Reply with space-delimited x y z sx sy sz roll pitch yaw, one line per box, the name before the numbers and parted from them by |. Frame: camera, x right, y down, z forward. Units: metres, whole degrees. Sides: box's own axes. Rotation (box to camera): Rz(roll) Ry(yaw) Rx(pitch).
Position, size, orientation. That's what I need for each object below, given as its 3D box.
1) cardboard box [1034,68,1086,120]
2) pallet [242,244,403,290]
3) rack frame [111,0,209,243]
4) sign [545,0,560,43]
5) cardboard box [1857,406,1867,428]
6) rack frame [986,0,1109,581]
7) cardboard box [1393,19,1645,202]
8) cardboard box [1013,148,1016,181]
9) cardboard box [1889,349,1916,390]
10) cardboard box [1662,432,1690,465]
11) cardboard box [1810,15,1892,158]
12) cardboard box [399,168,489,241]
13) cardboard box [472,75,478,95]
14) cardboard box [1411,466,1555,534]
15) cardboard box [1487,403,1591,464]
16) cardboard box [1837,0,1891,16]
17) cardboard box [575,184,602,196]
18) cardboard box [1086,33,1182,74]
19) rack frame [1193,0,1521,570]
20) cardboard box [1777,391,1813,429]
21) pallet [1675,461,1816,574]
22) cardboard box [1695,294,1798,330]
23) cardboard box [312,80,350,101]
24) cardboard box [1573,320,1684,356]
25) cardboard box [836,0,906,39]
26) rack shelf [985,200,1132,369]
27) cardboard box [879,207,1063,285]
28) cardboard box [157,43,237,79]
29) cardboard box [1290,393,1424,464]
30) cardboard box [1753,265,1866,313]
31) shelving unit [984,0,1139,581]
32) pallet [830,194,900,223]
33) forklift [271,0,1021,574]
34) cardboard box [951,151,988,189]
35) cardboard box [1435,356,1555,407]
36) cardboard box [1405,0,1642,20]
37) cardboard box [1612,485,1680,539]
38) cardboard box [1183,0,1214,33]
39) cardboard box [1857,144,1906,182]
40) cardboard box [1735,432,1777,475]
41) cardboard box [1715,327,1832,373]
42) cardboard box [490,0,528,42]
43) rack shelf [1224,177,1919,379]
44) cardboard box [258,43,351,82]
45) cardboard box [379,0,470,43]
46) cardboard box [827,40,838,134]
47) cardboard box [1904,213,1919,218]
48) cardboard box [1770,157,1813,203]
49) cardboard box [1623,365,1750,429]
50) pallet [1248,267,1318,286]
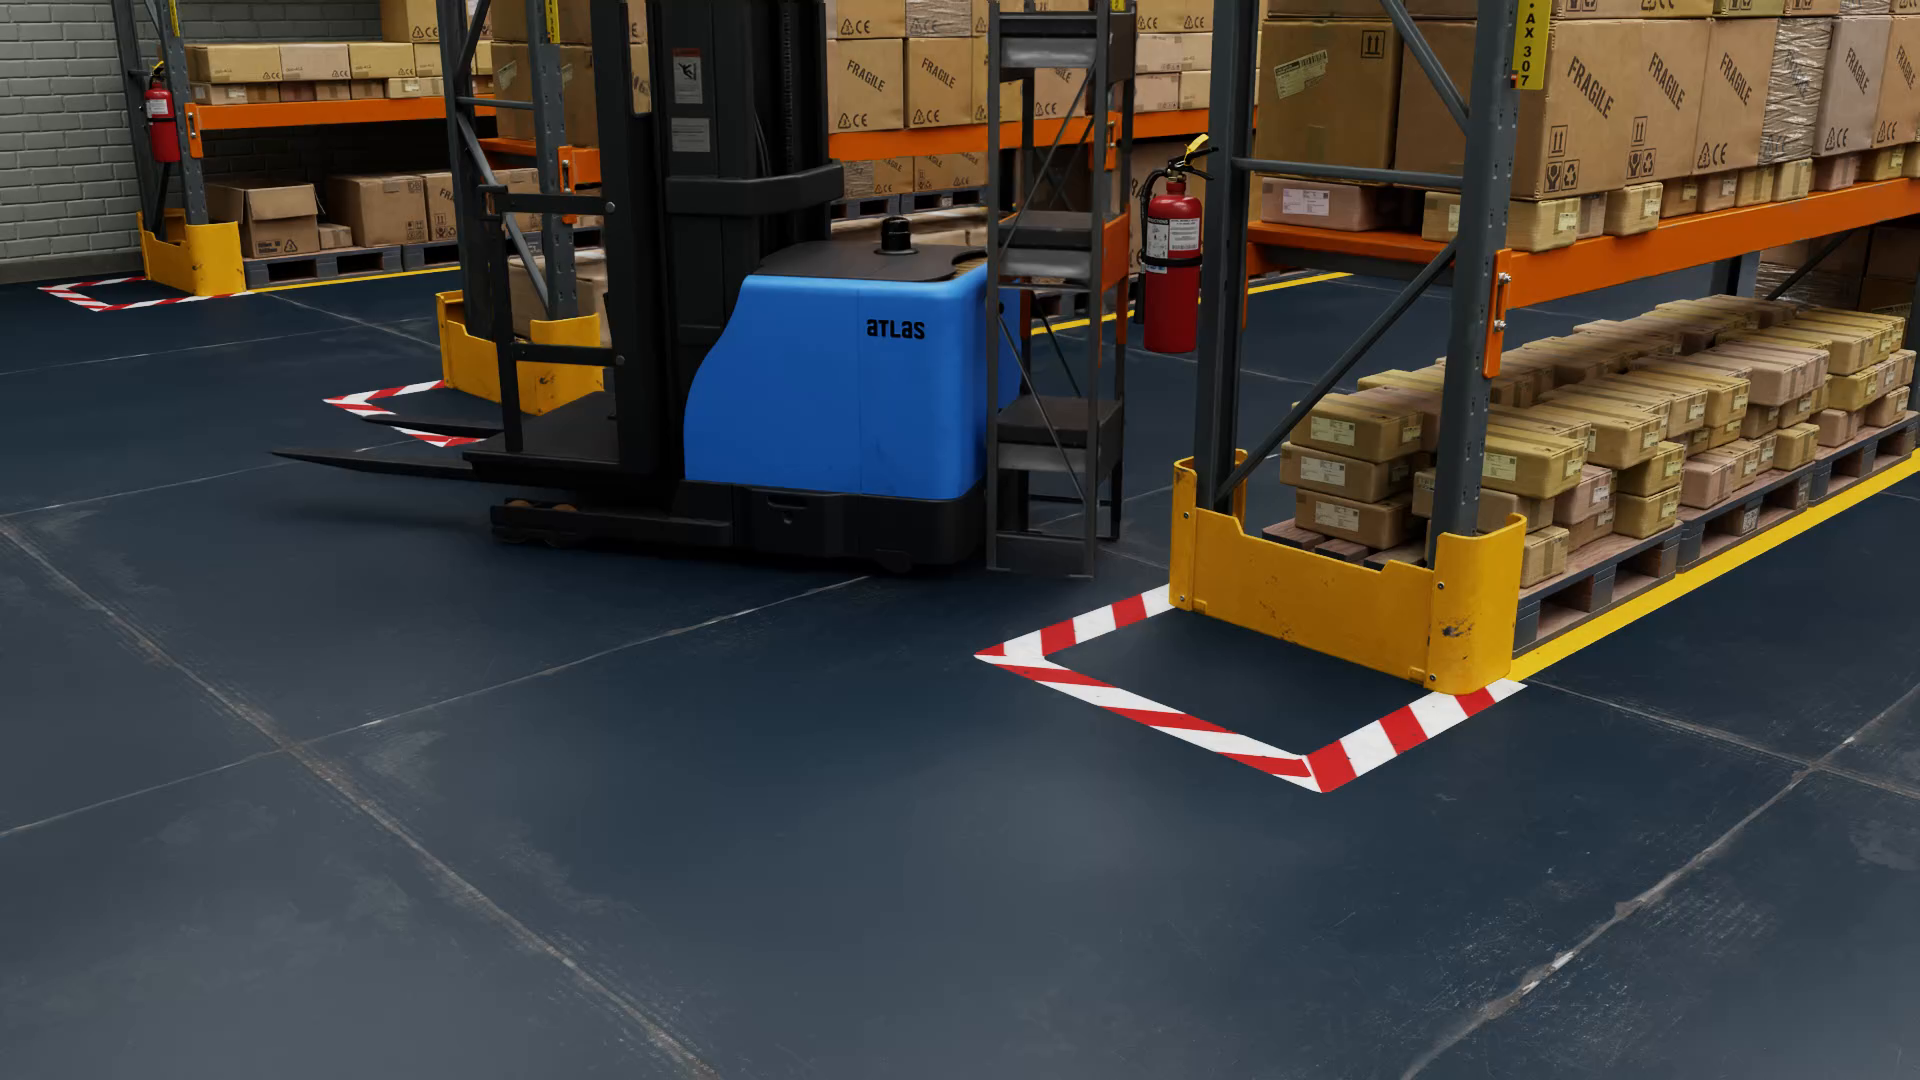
cardboard box | 0.444 -2.926 10.483 0.500 0.500 0.500 -16 24 -40
pallet | -5.080 -2.157 12.794 1.213 0.211 1.003 -16 24 -41
rack frame | -5.714 -3.298 11.793 0.127 3.000 1.000 -16 24 -41
sign | -1.924 -2.510 7.831 0.005 0.325 0.100 -16 24 -41
cardboard box | 3.782 -0.594 7.394 0.250 0.149 0.380 -15 23 -39
rack frame | 0.291 -0.870 5.765 0.400 2.100 0.015 5 19 16
cardboard box | 1.689 -1.321 5.050 0.500 0.500 0.500 -15 23 -38
cardboard box | 0.561 -4.192 17.721 0.625 0.625 0.875 -15 23 -39
cardboard box | 4.069 -0.793 7.527 0.250 0.149 0.380 -16 24 -40
cardboard box | 2.473 -0.362 6.196 0.380 0.149 0.250 16 24 41
cardboard box | 3.182 -1.754 6.388 0.500 0.500 0.500 -16 24 -41
cardboard box | -4.104 -2.679 13.256 0.500 0.500 0.500 -16 24 -40
cardboard box | -3.999 -3.579 13.067 0.250 0.149 0.380 -16 24 -41
cardboard box | 1.730 -0.137 5.503 0.250 0.149 0.380 -15 23 -39
cardboard box | 1.905 -0.345 5.663 0.250 0.149 0.380 -16 24 -40
cardboard box | 3.170 -2.234 6.247 0.500 0.500 0.500 -15 24 -39
cardboard box | -3.450 -2.979 14.489 0.500 0.311 0.500 -15 23 -39
cardboard box | 1.119 -3.230 11.017 0.500 0.250 0.500 17 25 42
rack frame | 1.173 -1.098 5.009 0.127 3.000 1.000 -16 24 -41
cardboard box | 3.277 -0.583 6.878 0.250 0.149 0.380 -16 24 -40
pallet | 2.729 -0.210 6.789 1.213 0.211 1.003 -16 24 -41
cardboard box | 3.687 -1.046 7.825 0.250 0.149 0.380 -15 23 -39
cardboard box | -4.741 -3.354 12.374 0.250 0.149 0.380 -15 23 -39
cardboard box | 2.881 -0.840 7.190 0.250 0.149 0.380 -16 24 -40
cardboard box | -0.656 -3.075 9.323 0.500 0.500 0.500 -16 24 -41
rack shelf | 0.360 -0.930 5.992 0.431 0.518 0.480 5 19 16
cardboard box | 0.075 -1.906 10.973 0.875 0.438 0.875 -17 24 -42
cardboard box | -5.562 -3.525 12.254 0.500 0.250 0.500 -15 23 -39
cardboard box | 1.384 -0.394 5.813 0.250 0.149 0.380 -16 24 -40
cardboard box | 4.444 -1.170 8.602 0.500 0.500 0.500 -17 24 -42
shelving unit | 0.360 -0.943 5.987 0.431 2.100 0.503 5 19 16
pallet | -1.356 -3.260 16.196 1.213 0.211 1.003 -16 24 -41
forklift | -1.309 -1.513 6.398 3.031 2.935 1.130 5 19 16
cardboard box | -0.061 -3.866 16.917 0.500 0.500 0.500 -15 23 -39
cardboard box | 2.095 -0.628 6.534 0.250 0.149 0.380 -15 23 -39
cardboard box | 1.682 -1.799 4.904 0.500 0.500 0.500 -16 24 -41
cardboard box | 2.344 -0.139 5.991 0.250 0.149 0.380 -16 24 -40
cardboard box | 1.473 -3.700 11.250 0.500 0.500 0.500 -16 24 -41
cardboard box | 3.685 -1.591 6.937 0.250 0.149 0.380 -15 23 -39
cardboard box | 3.041 -0.371 6.706 0.250 0.149 0.380 -16 24 -40
cardboard box | 3.423 -0.784 7.016 0.250 0.149 0.380 -15 23 -39
cardboard box | -2.115 -2.865 8.674 0.500 0.500 0.500 -15 23 -39
rack shelf | 2.626 -1.180 6.427 4.000 0.370 1.077 -16 24 -41
cardboard box | -4.833 -3.511 12.210 0.500 0.250 0.500 -16 24 -40
cardboard box | -4.110 -4.078 12.745 0.500 0.500 0.500 -15 24 -39
cardboard box | -1.025 -2.488 9.134 0.500 0.500 0.500 -16 24 -41
cardboard box | 4.830 -1.634 8.817 0.500 0.250 0.500 -15 23 -38
cardboard box | 2.946 -1.366 6.242 0.250 0.149 0.380 -16 24 -40
cardboard box | 2.730 -0.543 6.274 0.250 0.149 0.380 -16 24 -40
pallet | 2.001 -2.148 12.766 1.213 0.211 1.003 -16 24 -41
